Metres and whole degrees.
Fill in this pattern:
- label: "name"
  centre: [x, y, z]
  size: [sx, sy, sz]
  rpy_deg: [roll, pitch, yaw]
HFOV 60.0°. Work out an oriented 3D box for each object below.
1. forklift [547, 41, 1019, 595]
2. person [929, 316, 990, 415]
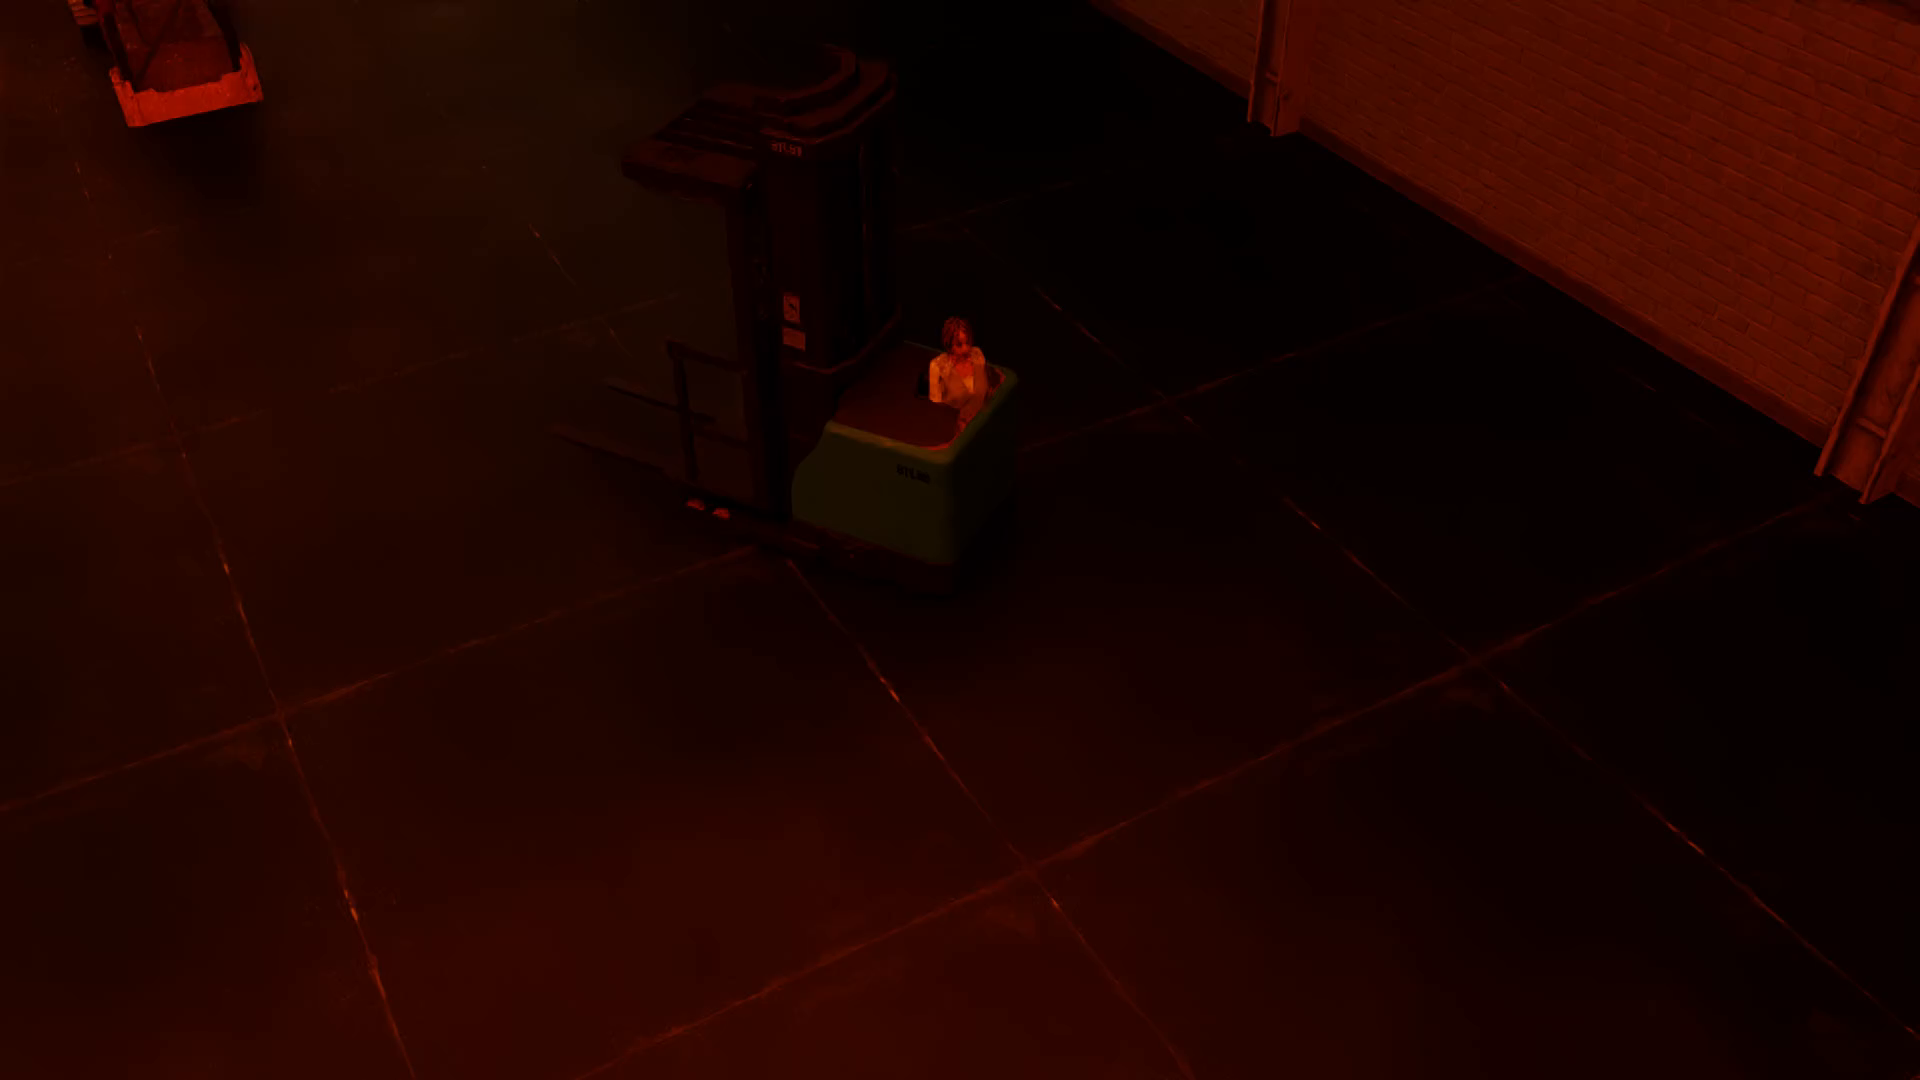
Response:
- label: "forklift"
  centre: [-1.190, -1.447, 9.781]
  size: [3.031, 2.935, 1.130]
  rpy_deg: [17, 43, 20]
- label: "person"
  centre: [0.027, -0.582, 9.787]
  size: [0.407, 1.596, 0.401]
  rpy_deg: [-20, 44, -23]
